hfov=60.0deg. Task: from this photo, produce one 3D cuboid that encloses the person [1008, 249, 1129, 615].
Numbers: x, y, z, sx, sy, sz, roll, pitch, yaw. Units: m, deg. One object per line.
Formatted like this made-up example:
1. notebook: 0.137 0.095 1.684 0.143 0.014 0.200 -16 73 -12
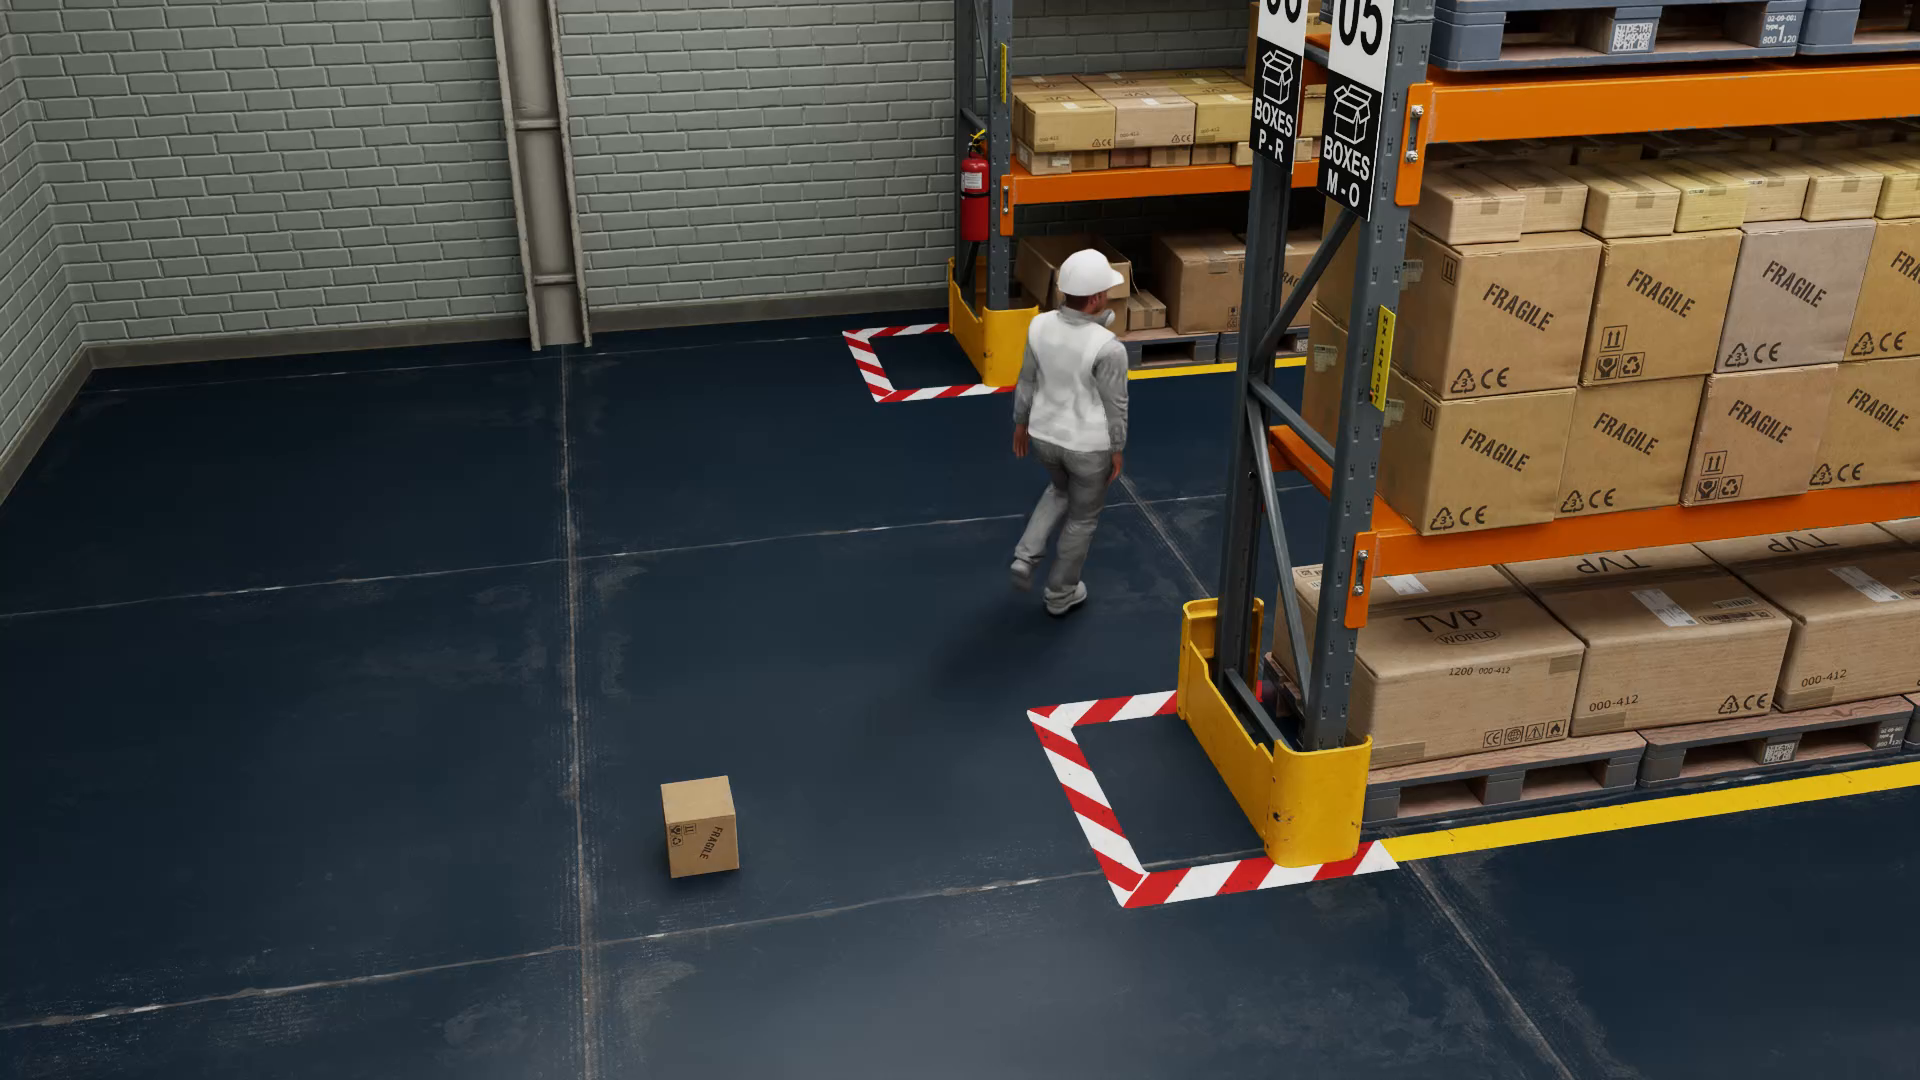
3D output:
1. person: 0.535 -0.483 7.514 0.599 1.763 0.446 21 33 35
